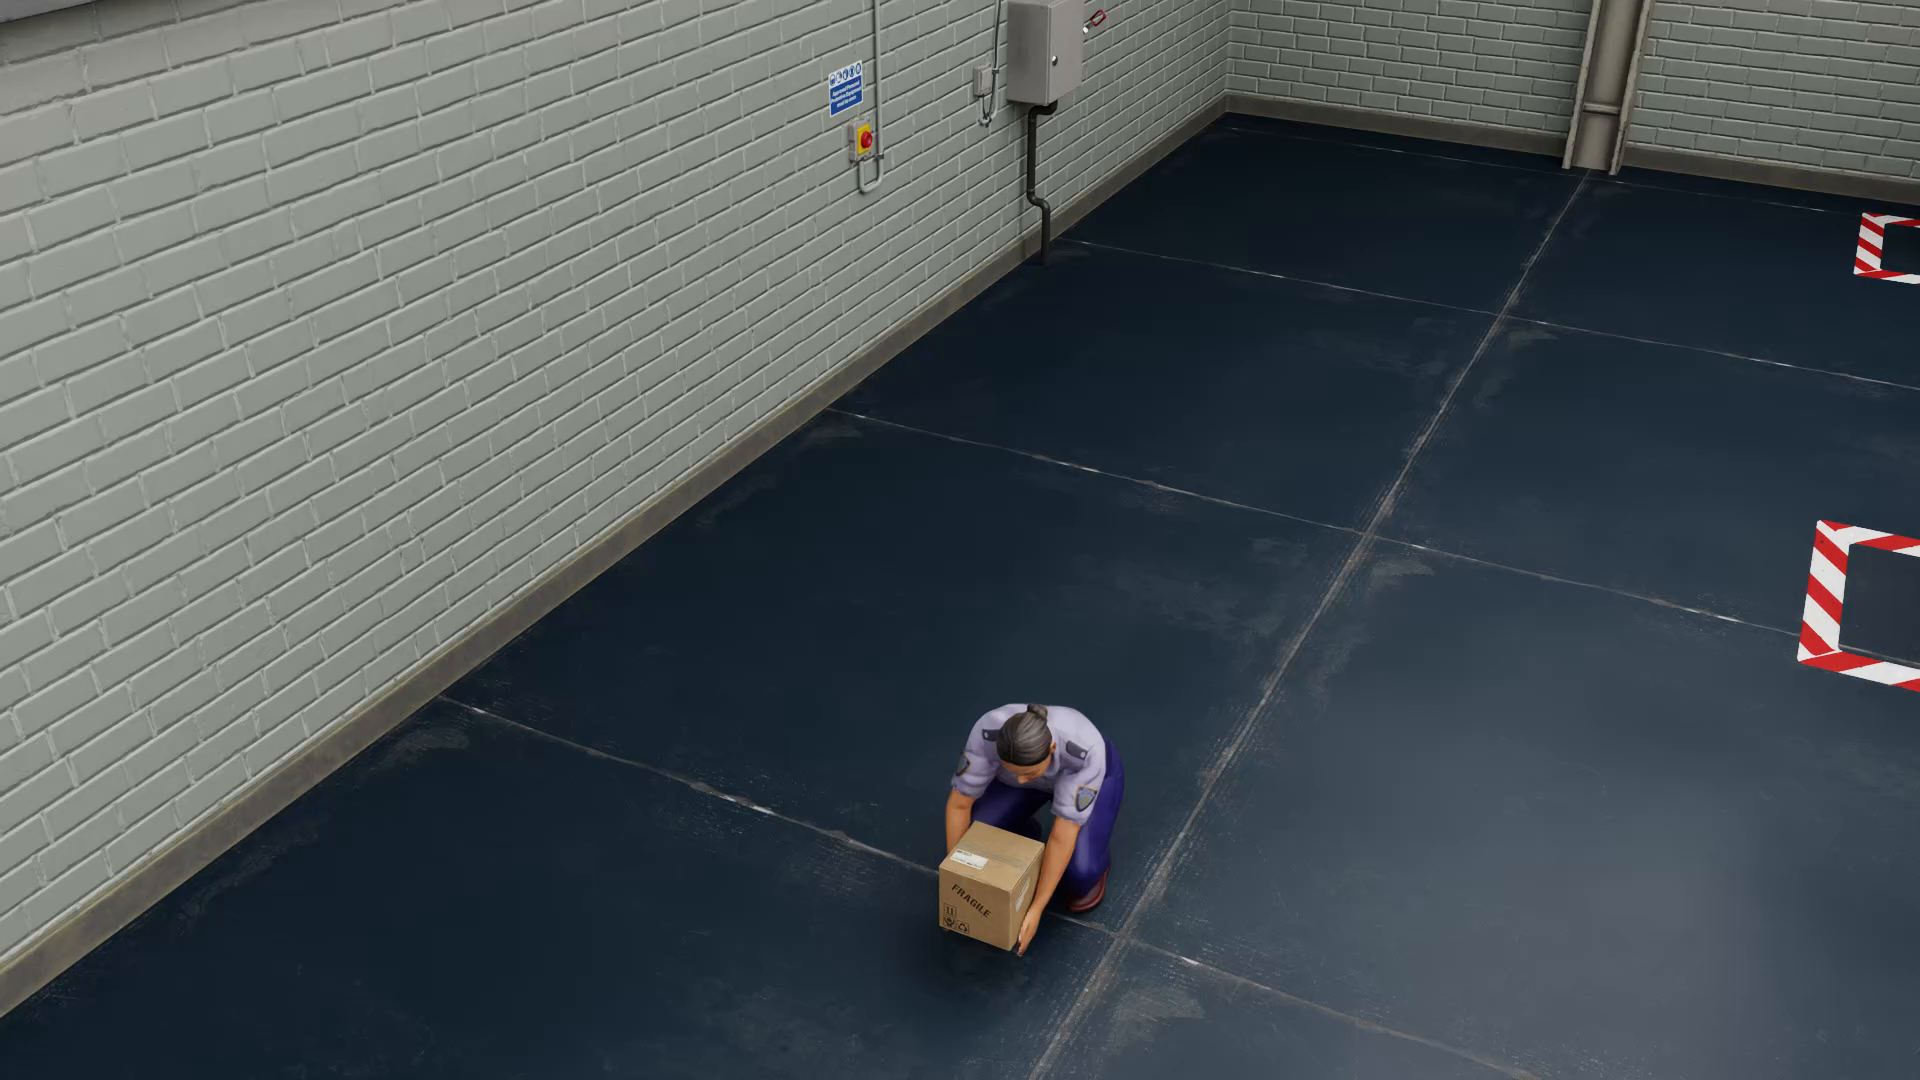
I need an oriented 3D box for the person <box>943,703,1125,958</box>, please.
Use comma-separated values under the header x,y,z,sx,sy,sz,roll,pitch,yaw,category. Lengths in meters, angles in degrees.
x,y,z,sx,sy,sz,roll,pitch,yaw,category
0.254,0.831,5.448,0.525,0.931,0.833,14,33,23,person
